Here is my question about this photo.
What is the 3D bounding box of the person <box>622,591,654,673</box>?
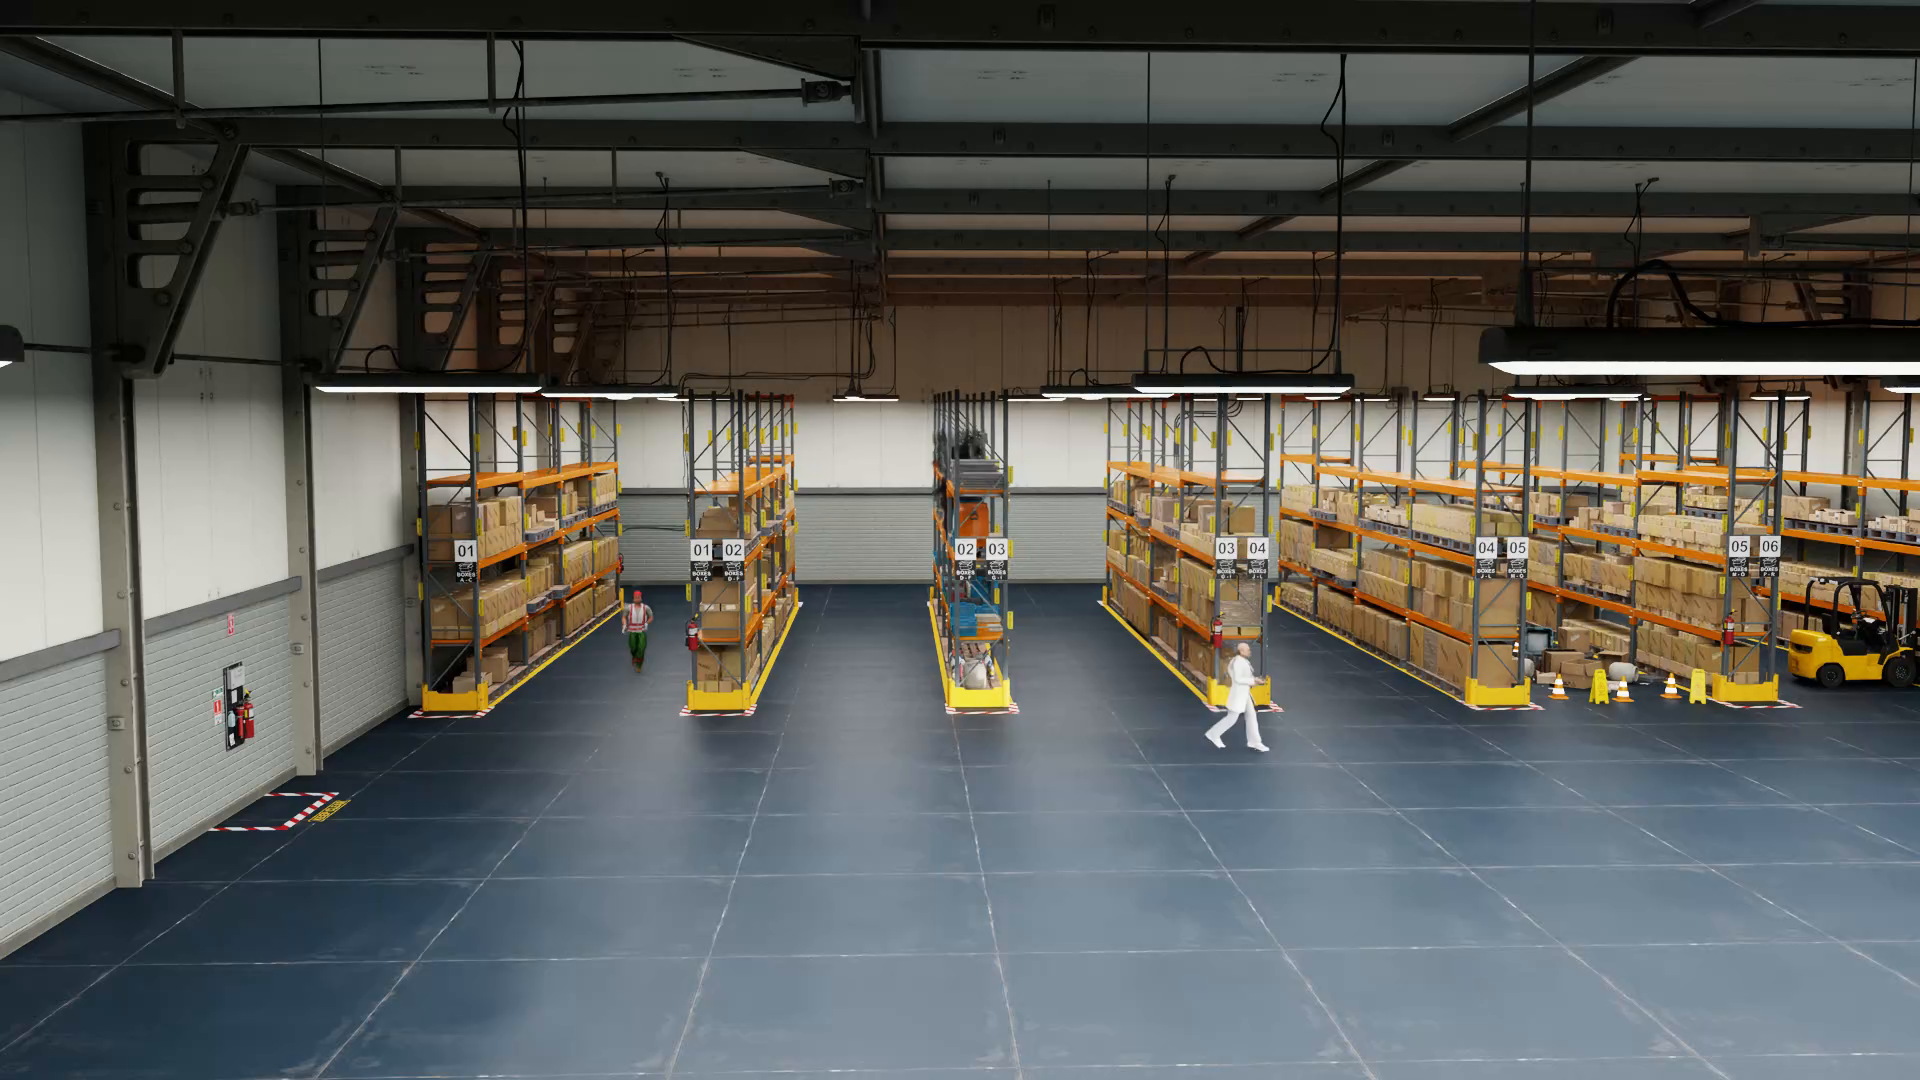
[{"bbox_3d":[-6.883,1.961,35.549,0.662,1.738,0.599,-1,5,-11],"label":"person"}]

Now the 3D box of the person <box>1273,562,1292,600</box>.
[{"bbox_3d":[9.623,0.898,48.914,0.829,1.708,0.666,-1,5,-9],"label":"person"}]

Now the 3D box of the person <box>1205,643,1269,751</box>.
[{"bbox_3d":[4.589,2.583,27.438,1.029,1.790,0.673,2,5,22],"label":"person"}]

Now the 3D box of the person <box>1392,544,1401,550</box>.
[{"bbox_3d":[12.978,0.873,49.196,0.876,1.676,0.577,1,5,7],"label":"person"}]
